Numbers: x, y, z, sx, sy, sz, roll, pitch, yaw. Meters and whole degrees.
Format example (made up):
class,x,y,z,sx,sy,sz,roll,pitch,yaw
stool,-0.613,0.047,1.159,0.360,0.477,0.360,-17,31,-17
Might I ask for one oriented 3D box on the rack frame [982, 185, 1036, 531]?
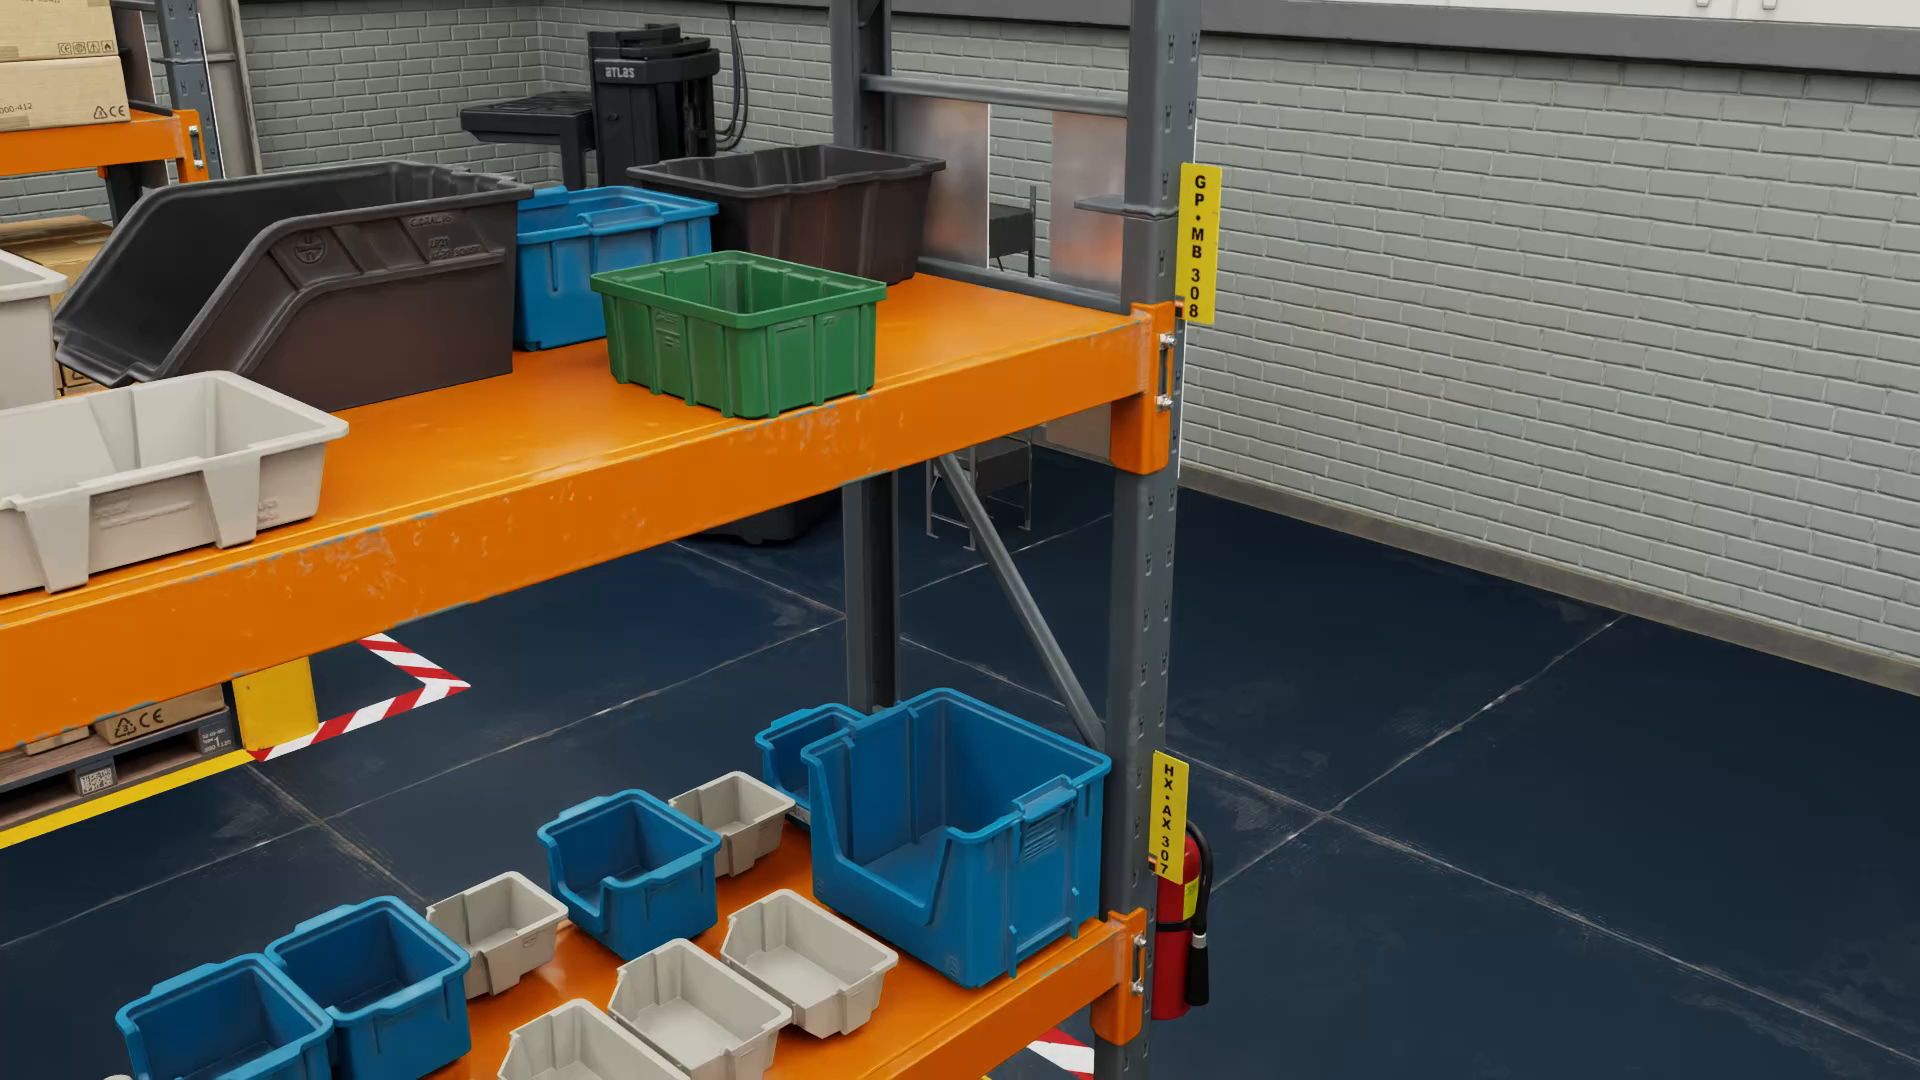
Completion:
class,x,y,z,sx,sy,sz,roll,pitch,yaw
rack frame,0.286,-1.085,9.972,0.400,2.100,0.015,19,28,41

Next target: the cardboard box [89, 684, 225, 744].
class,x,y,z,sx,sy,sz,roll,pitch,yaw
cardboard box,-3.661,0.525,7.398,0.500,0.500,0.500,19,28,41

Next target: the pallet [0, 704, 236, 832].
class,x,y,z,sx,sy,sz,roll,pitch,yaw
pallet,-4.066,0.889,7.468,1.003,0.211,1.213,19,28,41

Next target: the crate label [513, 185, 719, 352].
class,x,y,z,sx,sy,sz,roll,pitch,yaw
crate label,-0.787,-0.571,3.406,0.408,0.251,0.502,19,28,41

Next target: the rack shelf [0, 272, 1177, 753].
class,x,y,z,sx,sy,sz,roll,pitch,yaw
rack shelf,-1.307,0.053,2.578,1.077,0.370,4.000,19,28,41

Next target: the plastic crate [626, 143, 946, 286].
class,x,y,z,sx,sy,sz,roll,pitch,yaw
plastic crate,-0.380,-0.707,3.734,0.497,0.269,0.590,19,28,41

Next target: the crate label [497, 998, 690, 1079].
class,x,y,z,sx,sy,sz,roll,pitch,yaw
crate label,-0.740,1.102,3.311,0.396,0.136,0.243,19,28,41

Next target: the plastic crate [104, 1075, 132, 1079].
class,x,y,z,sx,sy,sz,roll,pitch,yaw
plastic crate,-1.703,1.204,3.046,0.293,0.136,0.466,19,28,41

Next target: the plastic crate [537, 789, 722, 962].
class,x,y,z,sx,sy,sz,roll,pitch,yaw
plastic crate,-0.779,0.804,3.953,0.416,0.233,0.300,19,28,41

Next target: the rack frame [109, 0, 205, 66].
class,x,y,z,sx,sy,sz,roll,pitch,yaw
rack frame,-3.458,-3.438,6.476,1.000,3.000,0.127,19,28,41

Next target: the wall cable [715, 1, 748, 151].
class,x,y,z,sx,sy,sz,roll,pitch,yaw
wall cable,-2.808,-4.592,13.806,3.097,2.526,0.112,19,28,41

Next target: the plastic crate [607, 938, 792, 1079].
class,x,y,z,sx,sy,sz,roll,pitch,yaw
plastic crate,-0.563,1.024,3.513,0.396,0.136,0.243,19,28,41

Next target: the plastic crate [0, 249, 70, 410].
class,x,y,z,sx,sy,sz,roll,pitch,yaw
plastic crate,-1.679,-0.249,2.526,0.437,0.282,0.530,19,28,41

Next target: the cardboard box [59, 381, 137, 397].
class,x,y,z,sx,sy,sz,roll,pitch,yaw
cardboard box,-3.575,-0.501,7.058,0.500,0.500,0.500,-19,28,-40

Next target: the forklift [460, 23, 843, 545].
class,x,y,z,sx,sy,sz,roll,pitch,yaw
forklift,-2.282,-1.635,10.244,3.031,2.935,1.130,7,22,17

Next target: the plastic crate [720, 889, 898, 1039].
class,x,y,z,sx,sy,sz,roll,pitch,yaw
plastic crate,-0.351,0.953,3.698,0.396,0.136,0.243,19,28,41

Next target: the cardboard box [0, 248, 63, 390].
class,x,y,z,sx,sy,sz,roll,pitch,yaw
cardboard box,-3.923,-0.838,6.540,0.500,0.500,0.500,-19,28,-41

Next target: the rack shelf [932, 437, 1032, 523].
class,x,y,z,sx,sy,sz,roll,pitch,yaw
rack shelf,0.115,-0.357,10.065,0.431,0.518,0.480,19,28,41

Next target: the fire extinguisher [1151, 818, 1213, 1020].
class,x,y,z,sx,sy,sz,roll,pitch,yaw
fire extinguisher,0.519,0.888,4.210,0.296,0.674,0.183,19,28,41

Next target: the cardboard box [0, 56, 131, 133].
class,x,y,z,sx,sy,sz,roll,pitch,yaw
cardboard box,-3.627,-1.770,6.526,0.500,0.250,0.500,19,28,41

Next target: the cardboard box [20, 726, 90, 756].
class,x,y,z,sx,sy,sz,roll,pitch,yaw
cardboard box,-4.008,0.763,7.246,0.380,0.166,0.250,19,28,41

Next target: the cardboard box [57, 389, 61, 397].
class,x,y,z,sx,sy,sz,roll,pitch,yaw
cardboard box,-3.935,-0.367,6.709,0.500,0.500,0.500,20,28,41

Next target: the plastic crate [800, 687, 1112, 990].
class,x,y,z,sx,sy,sz,roll,pitch,yaw
plastic crate,-0.011,0.691,3.962,0.616,0.435,0.499,19,28,41

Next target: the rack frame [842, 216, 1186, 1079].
class,x,y,z,sx,sy,sz,roll,pitch,yaw
rack frame,0.088,0.603,4.325,1.000,3.000,0.127,19,28,41

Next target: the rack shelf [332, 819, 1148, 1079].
class,x,y,z,sx,sy,sz,roll,pitch,yaw
rack shelf,-1.307,1.453,3.116,1.077,0.370,4.000,19,28,41

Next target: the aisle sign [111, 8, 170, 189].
class,x,y,z,sx,sy,sz,roll,pitch,yaw
aisle sign,-3.621,-1.942,7.323,0.394,0.787,0.004,19,28,41

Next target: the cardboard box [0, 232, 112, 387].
class,x,y,z,sx,sy,sz,roll,pitch,yaw
cardboard box,-3.571,-0.968,6.878,0.500,0.500,0.500,19,28,40

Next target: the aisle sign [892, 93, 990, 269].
class,x,y,z,sx,sy,sz,roll,pitch,yaw
aisle sign,-0.074,-0.703,4.100,0.394,0.787,0.004,19,28,41

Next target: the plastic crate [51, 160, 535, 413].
class,x,y,z,sx,sy,sz,roll,pitch,yaw
plastic crate,-1.174,-0.444,2.955,0.504,0.338,0.767,19,28,41

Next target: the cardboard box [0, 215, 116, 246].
class,x,y,z,sx,sy,sz,roll,pitch,yaw
cardboard box,-3.956,-1.103,7.230,0.500,0.500,0.500,-19,28,-40

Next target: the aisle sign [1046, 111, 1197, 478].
class,x,y,z,sx,sy,sz,roll,pitch,yaw
aisle sign,0.349,-0.556,3.716,0.394,0.787,0.004,19,28,41

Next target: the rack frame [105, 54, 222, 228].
class,x,y,z,sx,sy,sz,roll,pitch,yaw
rack frame,-3.458,-0.638,7.553,1.000,3.000,0.127,19,28,41

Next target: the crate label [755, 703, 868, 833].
class,x,y,z,sx,sy,sz,roll,pitch,yaw
crate label,-0.320,0.634,4.393,0.416,0.233,0.303,19,28,41

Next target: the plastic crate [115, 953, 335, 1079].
class,x,y,z,sx,sy,sz,roll,pitch,yaw
plastic crate,-1.448,1.050,3.312,0.416,0.233,0.300,19,28,41

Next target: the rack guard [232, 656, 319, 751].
class,x,y,z,sx,sy,sz,roll,pitch,yaw
rack guard,-3.511,0.549,7.950,1.175,0.500,0.348,19,28,41

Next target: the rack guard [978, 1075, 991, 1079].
class,x,y,z,sx,sy,sz,roll,pitch,yaw
rack guard,0.096,1.760,4.798,1.175,0.500,0.348,19,28,41

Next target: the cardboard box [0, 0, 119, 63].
class,x,y,z,sx,sy,sz,roll,pitch,yaw
cardboard box,-3.634,-2.005,6.442,0.500,0.250,0.500,19,28,41

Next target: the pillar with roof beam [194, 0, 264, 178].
class,x,y,z,sx,sy,sz,roll,pitch,yaw
pillar with roof beam,-2.662,-4.510,9.265,9.100,9.000,0.400,19,28,41

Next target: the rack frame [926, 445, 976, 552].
class,x,y,z,sx,sy,sz,roll,pitch,yaw
rack frame,-0.055,-0.960,9.645,0.400,2.100,0.015,19,28,41

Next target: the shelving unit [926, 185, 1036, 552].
class,x,y,z,sx,sy,sz,roll,pitch,yaw
shelving unit,0.115,-1.023,9.809,0.431,2.100,0.503,19,28,41

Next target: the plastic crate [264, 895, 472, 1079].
class,x,y,z,sx,sy,sz,roll,pitch,yaw
plastic crate,-1.238,0.973,3.513,0.416,0.233,0.300,19,28,41

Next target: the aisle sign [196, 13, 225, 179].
class,x,y,z,sx,sy,sz,roll,pitch,yaw
aisle sign,-3.191,-1.792,6.932,0.394,0.787,0.004,19,28,41

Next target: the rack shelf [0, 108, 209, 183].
class,x,y,z,sx,sy,sz,roll,pitch,yaw
rack shelf,-4.853,-1.188,5.806,1.077,0.370,4.000,19,28,41

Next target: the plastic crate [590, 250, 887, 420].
class,x,y,z,sx,sy,sz,roll,pitch,yaw
plastic crate,-0.395,-0.373,2.979,0.450,0.188,0.336,19,28,41

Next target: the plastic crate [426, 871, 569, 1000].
class,x,y,z,sx,sy,sz,roll,pitch,yaw
plastic crate,-1.076,0.915,3.796,0.250,0.136,0.298,19,28,41

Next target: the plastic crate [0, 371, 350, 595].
class,x,y,z,sx,sy,sz,roll,pitch,yaw
plastic crate,-1.175,-0.081,2.290,0.437,0.136,0.530,19,28,41

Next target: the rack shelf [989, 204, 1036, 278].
class,x,y,z,sx,sy,sz,roll,pitch,yaw
rack shelf,0.115,-1.663,9.562,0.431,0.518,0.480,19,28,41

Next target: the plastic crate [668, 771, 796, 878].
class,x,y,z,sx,sy,sz,roll,pitch,yaw
plastic crate,-0.603,0.741,4.250,0.250,0.136,0.298,19,28,41

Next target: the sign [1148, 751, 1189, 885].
class,x,y,z,sx,sy,sz,roll,pitch,yaw
sign,0.494,0.660,3.948,0.100,0.325,0.005,19,28,41

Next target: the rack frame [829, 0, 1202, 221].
class,x,y,z,sx,sy,sz,roll,pitch,yaw
rack frame,0.088,-2.197,3.248,1.000,3.000,0.127,19,28,41

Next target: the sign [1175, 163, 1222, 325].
class,x,y,z,sx,sy,sz,roll,pitch,yaw
sign,0.494,-0.615,3.458,0.100,0.325,0.005,19,28,41
